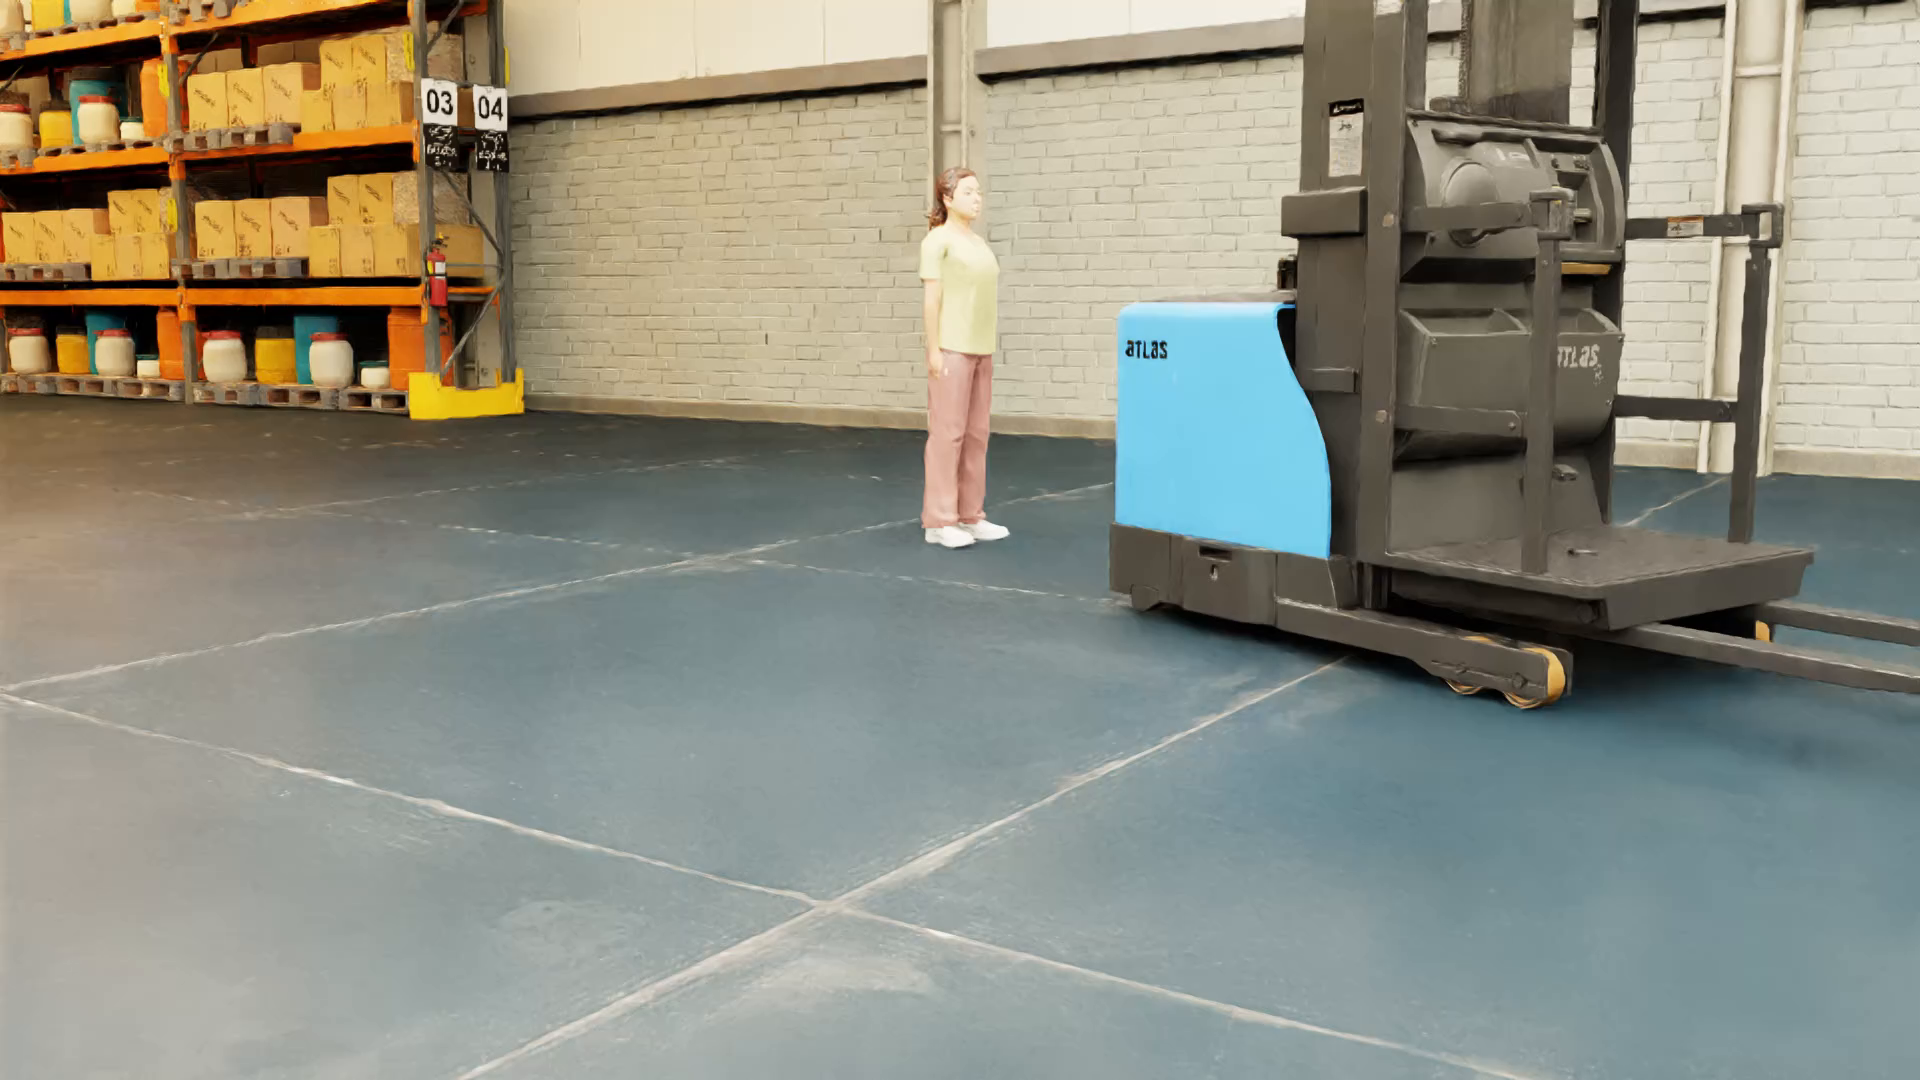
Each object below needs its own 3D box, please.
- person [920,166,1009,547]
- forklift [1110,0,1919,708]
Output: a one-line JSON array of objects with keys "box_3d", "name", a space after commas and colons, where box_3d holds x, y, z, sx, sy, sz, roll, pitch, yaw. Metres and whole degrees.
[{"box_3d": [0.008, -0.827, 7.483, 0.365, 1.673, 0.429, 5, 10, 34], "name": "person"}, {"box_3d": [1.782, -1.077, 4.769, 1.130, 2.935, 3.031, -6, 10, -34], "name": "forklift"}]
